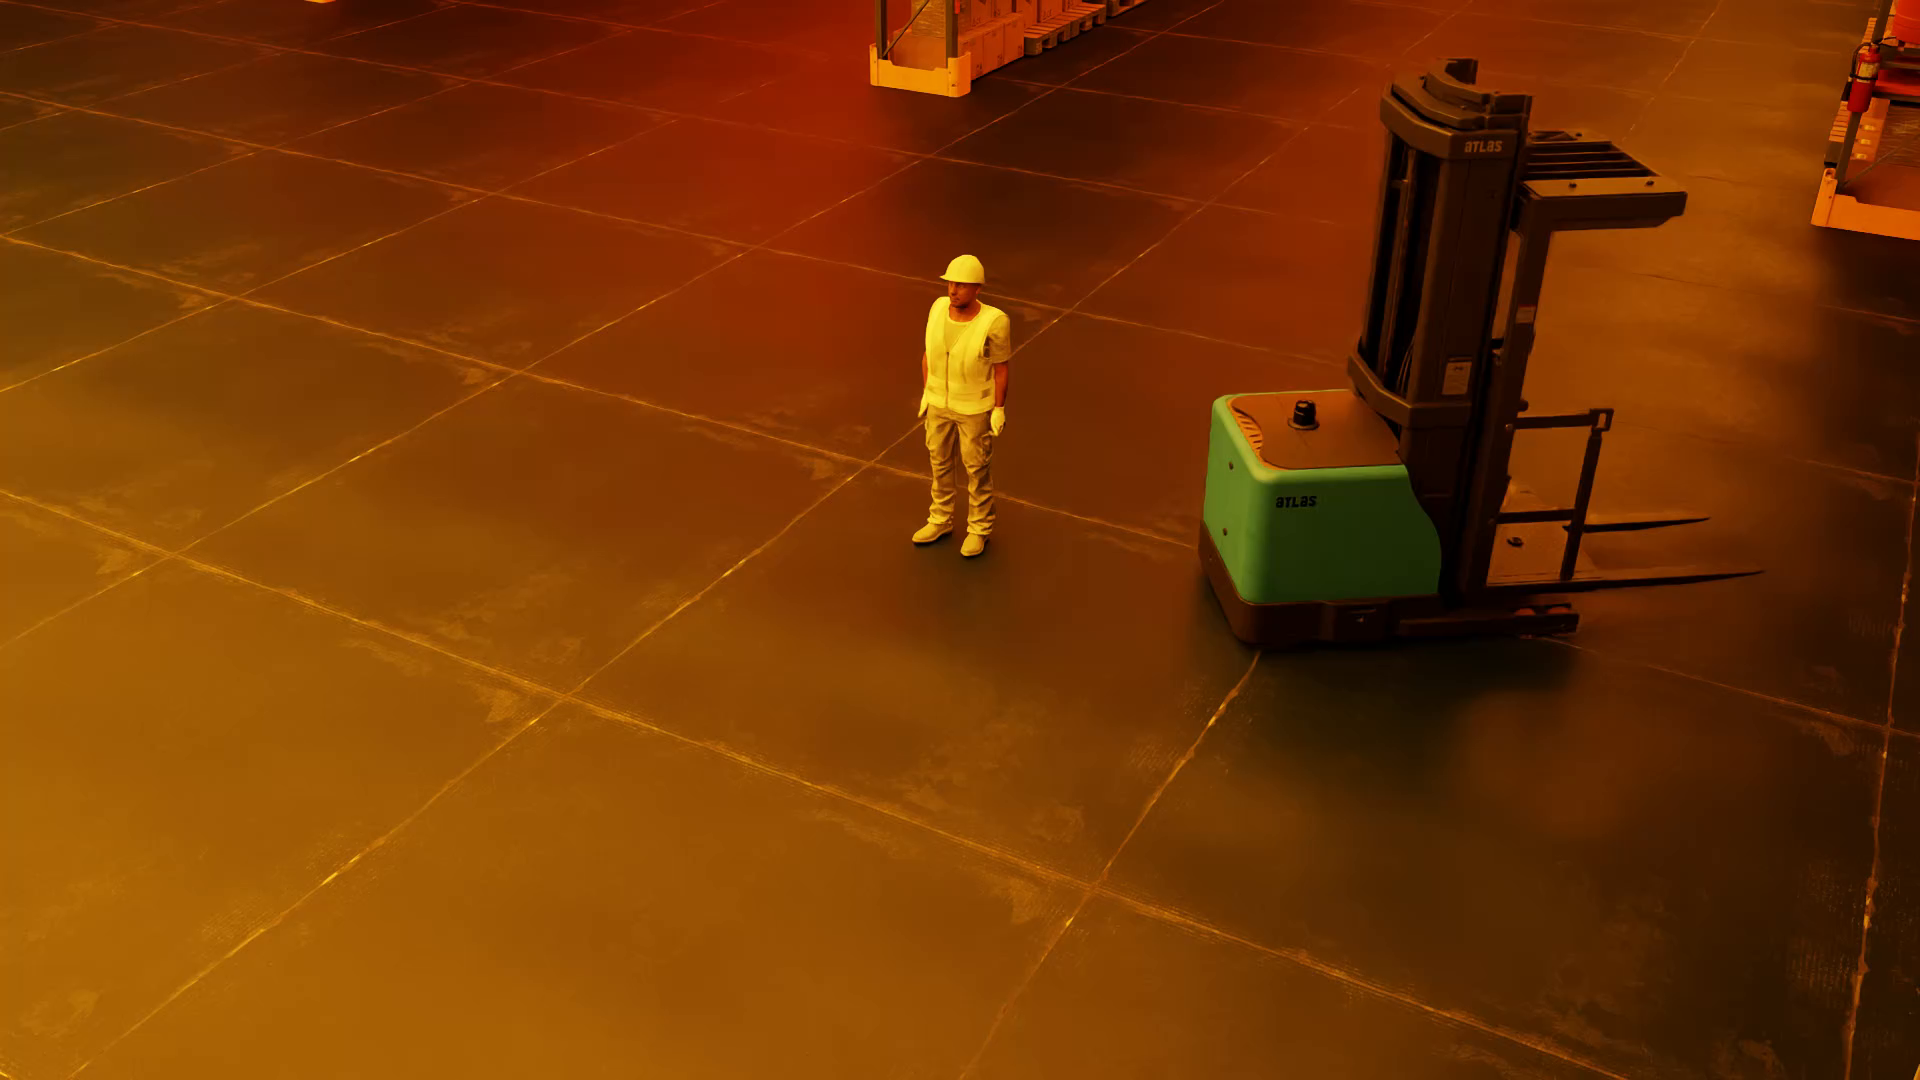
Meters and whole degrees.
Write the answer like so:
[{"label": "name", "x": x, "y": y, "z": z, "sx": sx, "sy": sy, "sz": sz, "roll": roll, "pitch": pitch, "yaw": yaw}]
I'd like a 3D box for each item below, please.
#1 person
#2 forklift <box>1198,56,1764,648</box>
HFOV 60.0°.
[{"label": "person", "x": 0.007, "y": -0.768, "z": 9.549, "sx": 0.542, "sy": 1.789, "sz": 0.382, "roll": 15, "pitch": 33, "yaw": 25}, {"label": "forklift", "x": 2.943, "y": -0.990, "z": 8.787, "sx": 3.031, "sy": 2.935, "sz": 1.130, "roll": -3, "pitch": 30, "yaw": -5}]
